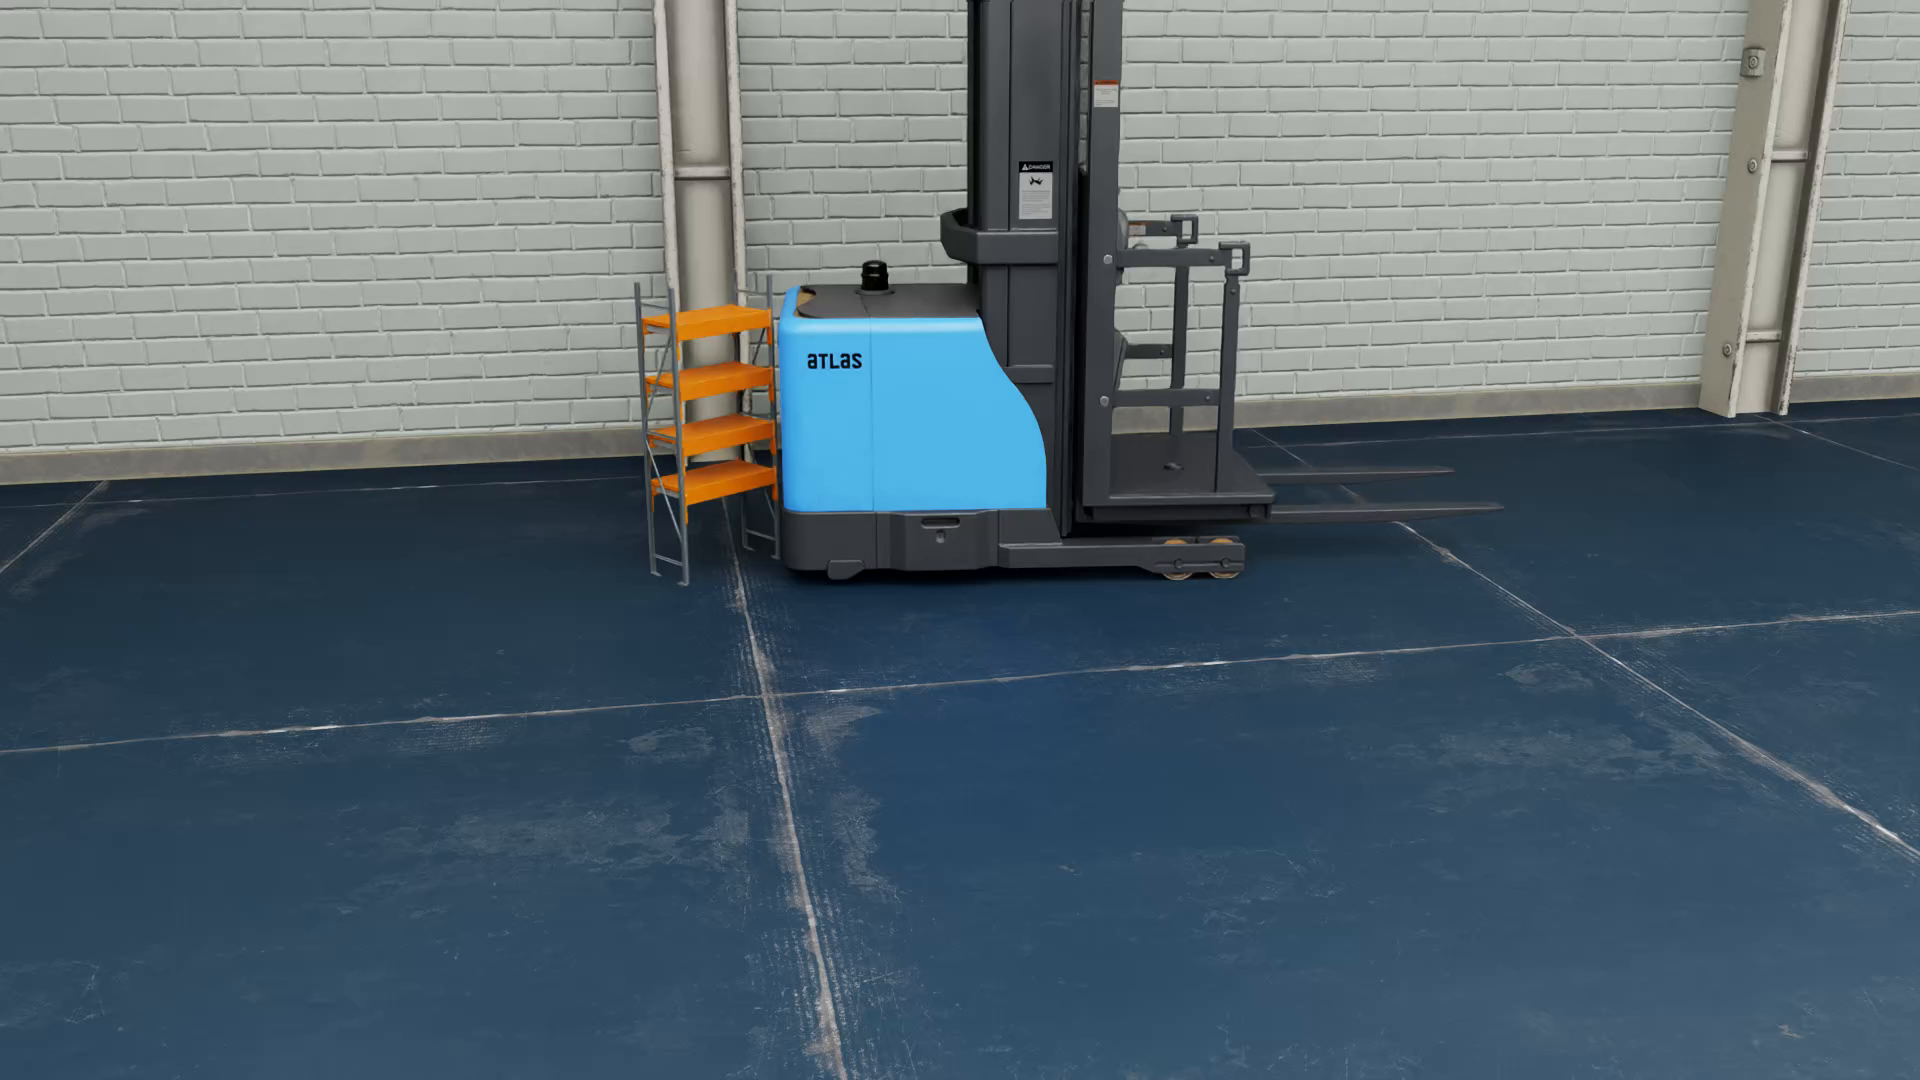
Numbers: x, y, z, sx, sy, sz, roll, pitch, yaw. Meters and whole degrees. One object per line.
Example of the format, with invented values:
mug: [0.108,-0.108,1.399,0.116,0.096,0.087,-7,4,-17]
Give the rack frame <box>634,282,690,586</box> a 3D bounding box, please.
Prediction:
rack frame: [-1.185,-0.412,6.611,0.240,1.200,0.015,15,23,41]

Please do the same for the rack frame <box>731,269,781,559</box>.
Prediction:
rack frame: [-0.850,-0.517,6.951,0.240,1.200,0.015,15,23,41]

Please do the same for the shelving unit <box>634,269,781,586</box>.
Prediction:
shelving unit: [-1.018,-0.465,6.781,0.258,1.200,0.503,15,23,41]

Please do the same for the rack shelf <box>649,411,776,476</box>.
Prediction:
rack shelf: [-1.018,-0.400,6.800,0.258,0.148,0.480,15,23,41]

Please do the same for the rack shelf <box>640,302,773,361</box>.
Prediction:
rack shelf: [-1.018,-0.840,6.665,0.258,0.148,0.480,15,23,41]

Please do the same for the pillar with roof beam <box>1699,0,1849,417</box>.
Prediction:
pillar with roof beam: [5.420,-3.825,4.438,0.400,9.000,9.100,-3,17,-10]

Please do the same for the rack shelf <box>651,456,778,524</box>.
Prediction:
rack shelf: [-1.018,-0.210,6.859,0.258,0.148,0.480,15,23,41]

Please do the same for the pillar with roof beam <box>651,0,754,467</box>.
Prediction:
pillar with roof beam: [-0.471,-3.491,3.350,0.400,9.000,9.100,-3,17,-10]

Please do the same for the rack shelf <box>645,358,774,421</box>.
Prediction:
rack shelf: [-1.018,-0.614,6.735,0.258,0.148,0.480,15,23,41]

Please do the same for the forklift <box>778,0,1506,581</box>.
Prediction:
forklift: [0.763,-1.390,6.846,3.031,2.935,1.130,-1,17,-4]
